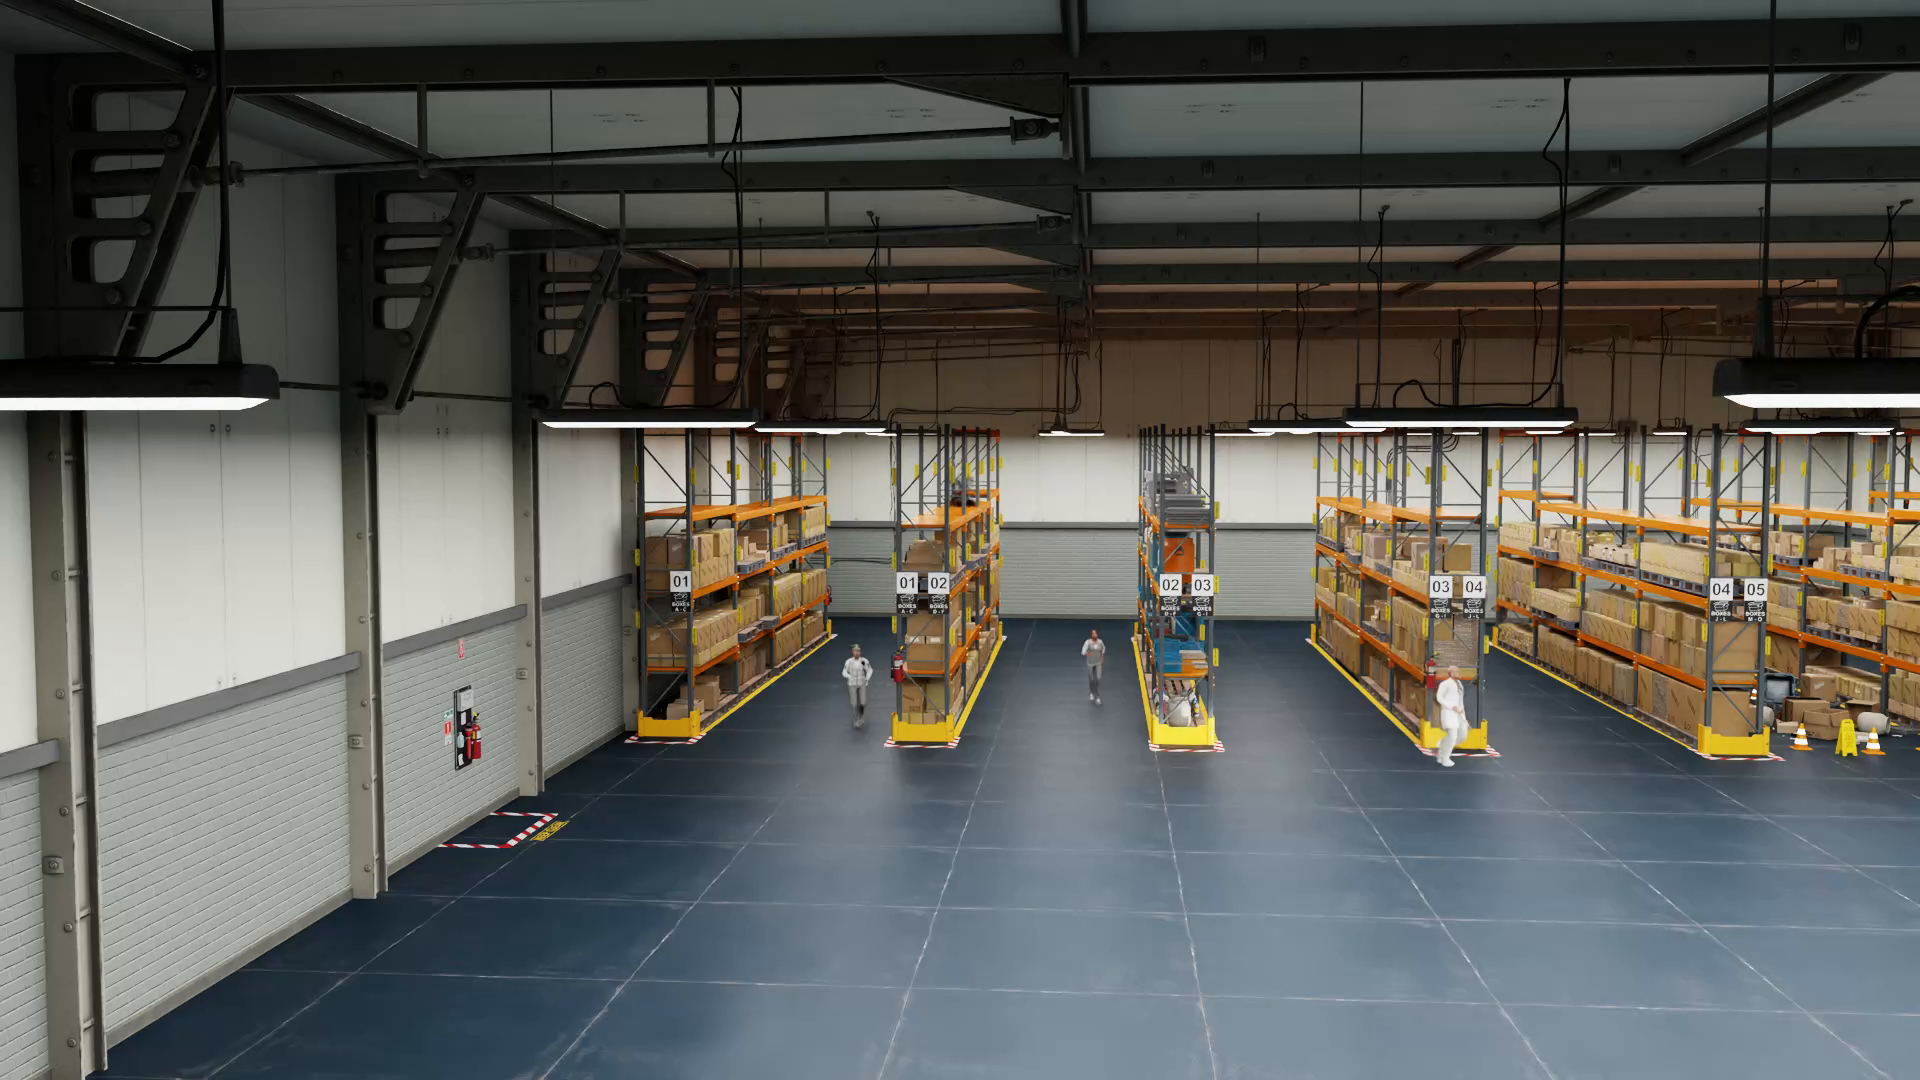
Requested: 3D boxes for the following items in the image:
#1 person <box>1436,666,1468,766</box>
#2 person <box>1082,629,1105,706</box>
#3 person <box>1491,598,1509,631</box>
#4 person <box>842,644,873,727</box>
[{"bbox_3d":[8.681,3.126,29.282,0.731,1.646,0.609,-3,4,-38],"label":"person"},{"bbox_3d":[2.885,2.722,35.923,0.528,1.633,0.750,0,3,0],"label":"person"},{"bbox_3d":[15.436,2.044,47.377,0.557,1.599,0.587,-1,4,-16],"label":"person"},{"bbox_3d":[-2.020,2.881,32.879,0.602,1.655,0.554,0,3,-5],"label":"person"}]
